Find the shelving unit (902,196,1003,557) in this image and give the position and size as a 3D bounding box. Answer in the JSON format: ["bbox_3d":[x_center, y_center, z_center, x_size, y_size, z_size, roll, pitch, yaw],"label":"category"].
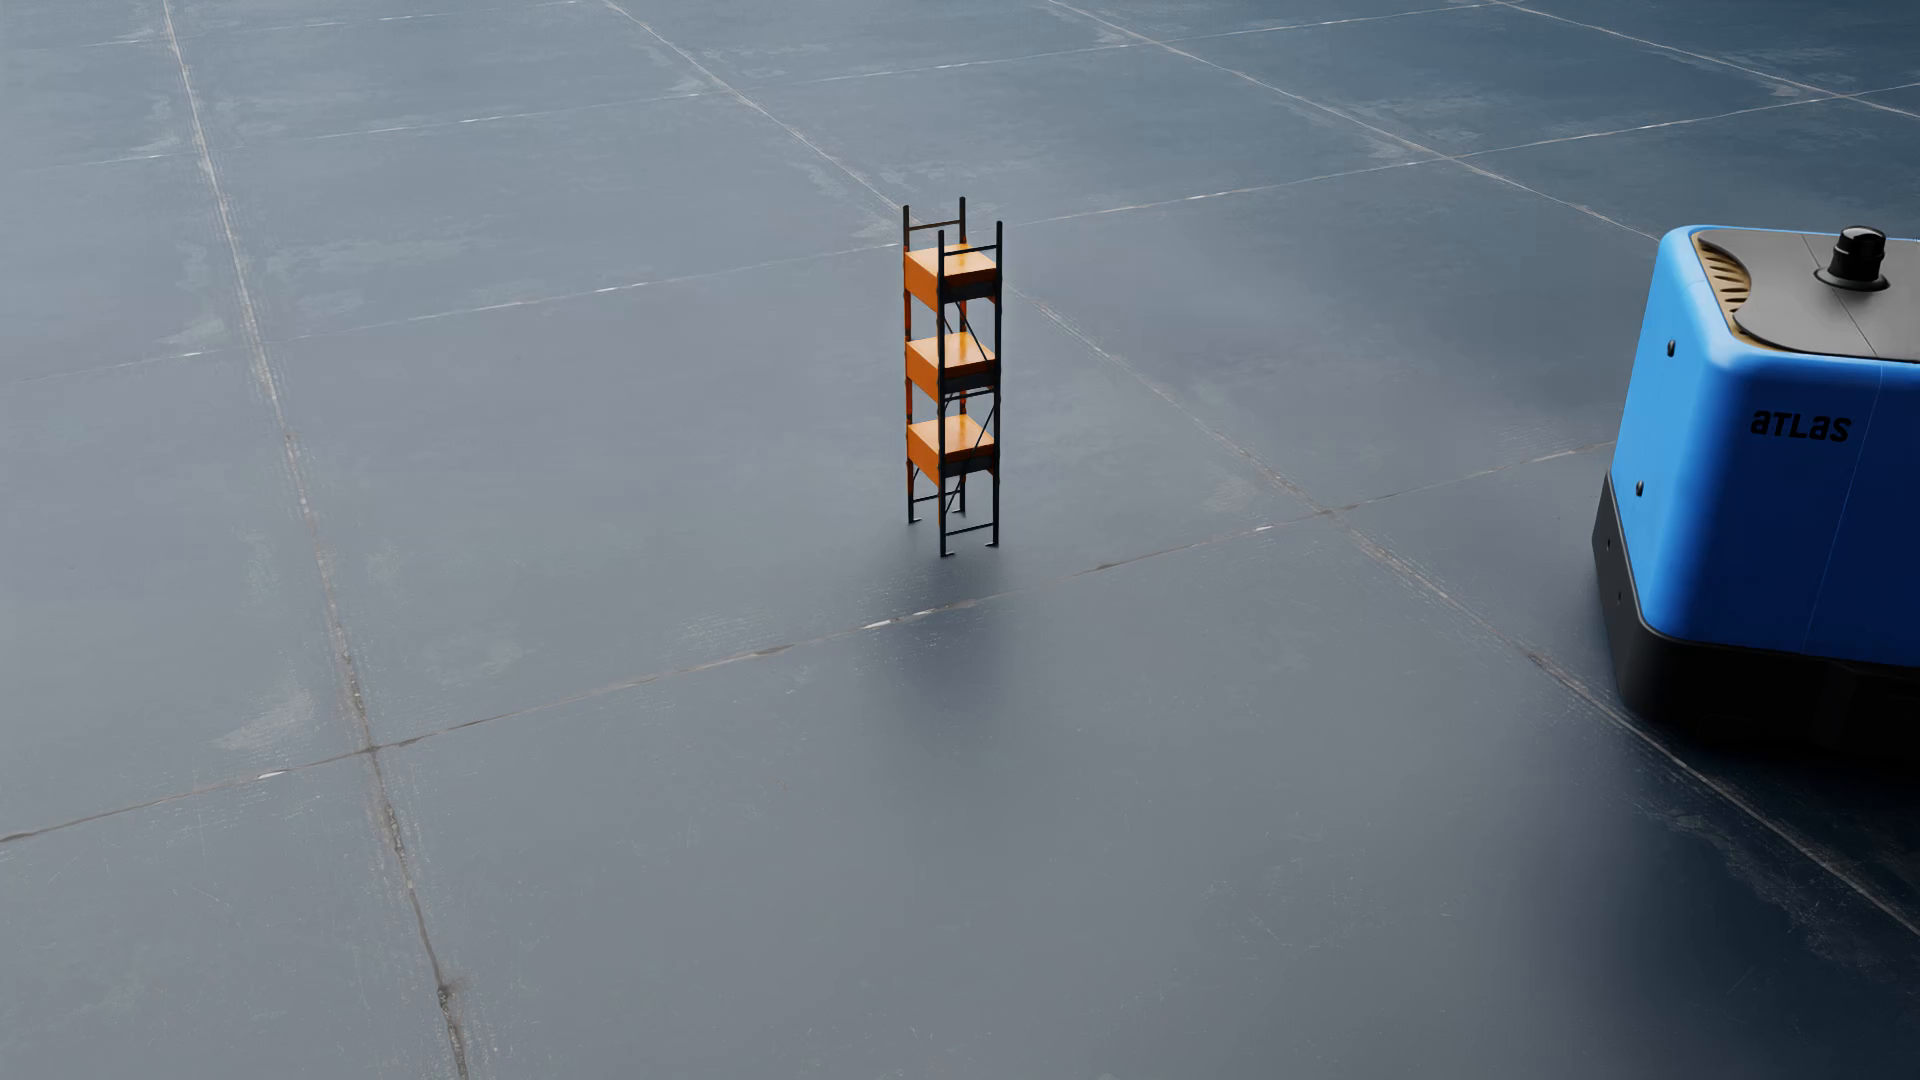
[{"bbox_3d":[-0.023,-0.482,5.035,0.215,1.050,0.252,-13,32,-22],"label":"shelving unit"}]

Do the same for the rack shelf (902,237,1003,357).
[{"bbox_3d":[-0.023,-0.720,4.902,0.215,0.259,0.240,-13,32,-22],"label":"rack shelf"}]

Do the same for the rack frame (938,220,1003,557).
[{"bbox_3d":[0.029,-0.428,4.939,0.200,1.050,0.008,-13,32,-22],"label":"rack frame"}]

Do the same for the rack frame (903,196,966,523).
[{"bbox_3d":[-0.075,-0.535,5.131,0.200,1.050,0.008,-13,32,-22],"label":"rack frame"}]

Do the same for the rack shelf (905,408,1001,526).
[{"bbox_3d":[-0.023,-0.230,5.176,0.215,0.259,0.240,-13,32,-22],"label":"rack shelf"}]

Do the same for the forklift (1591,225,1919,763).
[{"bbox_3d":[3.310,-0.837,3.746,3.031,2.935,1.130,7,30,12],"label":"forklift"}]

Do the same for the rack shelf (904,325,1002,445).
[{"bbox_3d":[-0.023,-0.472,5.041,0.215,0.259,0.240,-13,32,-22],"label":"rack shelf"}]
